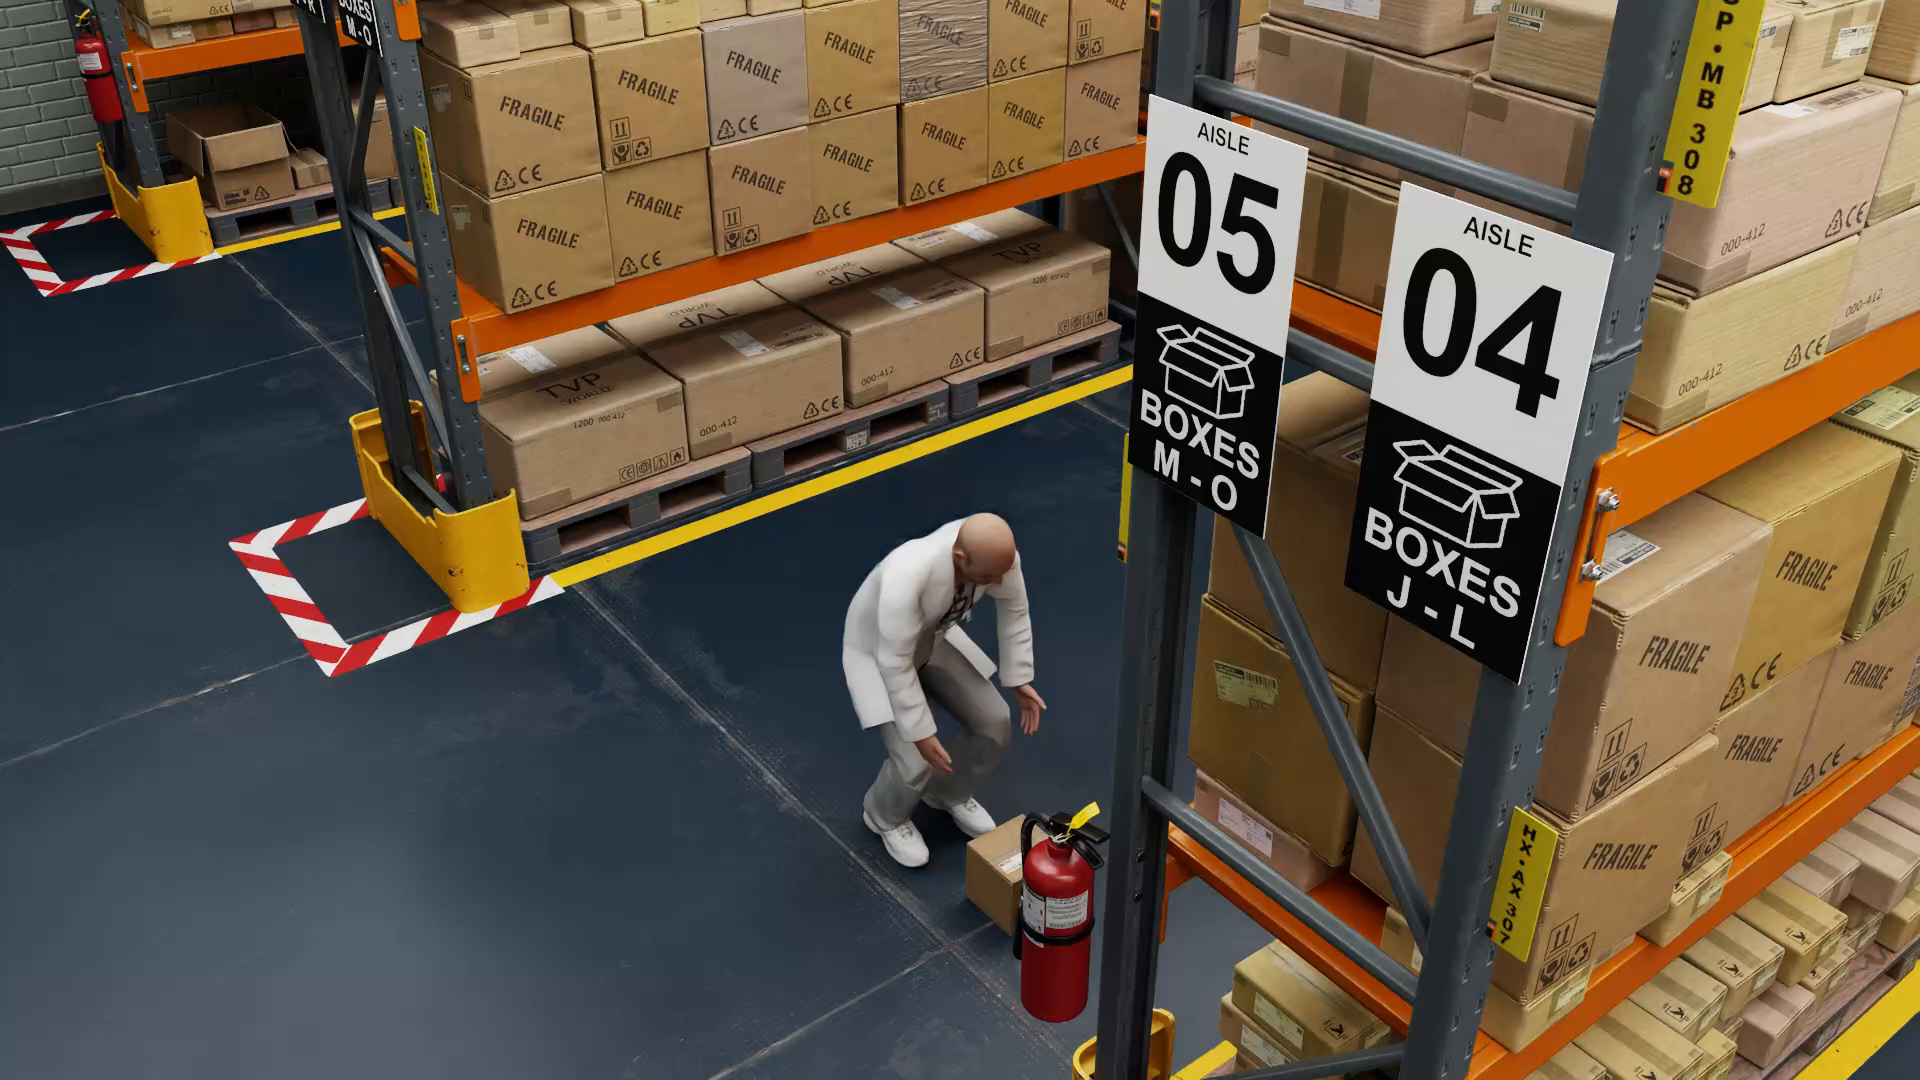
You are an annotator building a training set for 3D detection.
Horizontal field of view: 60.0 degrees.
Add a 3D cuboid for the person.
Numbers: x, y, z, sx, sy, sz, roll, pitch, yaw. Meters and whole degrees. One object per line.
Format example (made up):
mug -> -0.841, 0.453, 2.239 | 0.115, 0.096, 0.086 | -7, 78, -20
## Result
person -> 8.332, 0.837, 5.124 | 13.060, 1.440, 12.121 | -22, 38, -31
